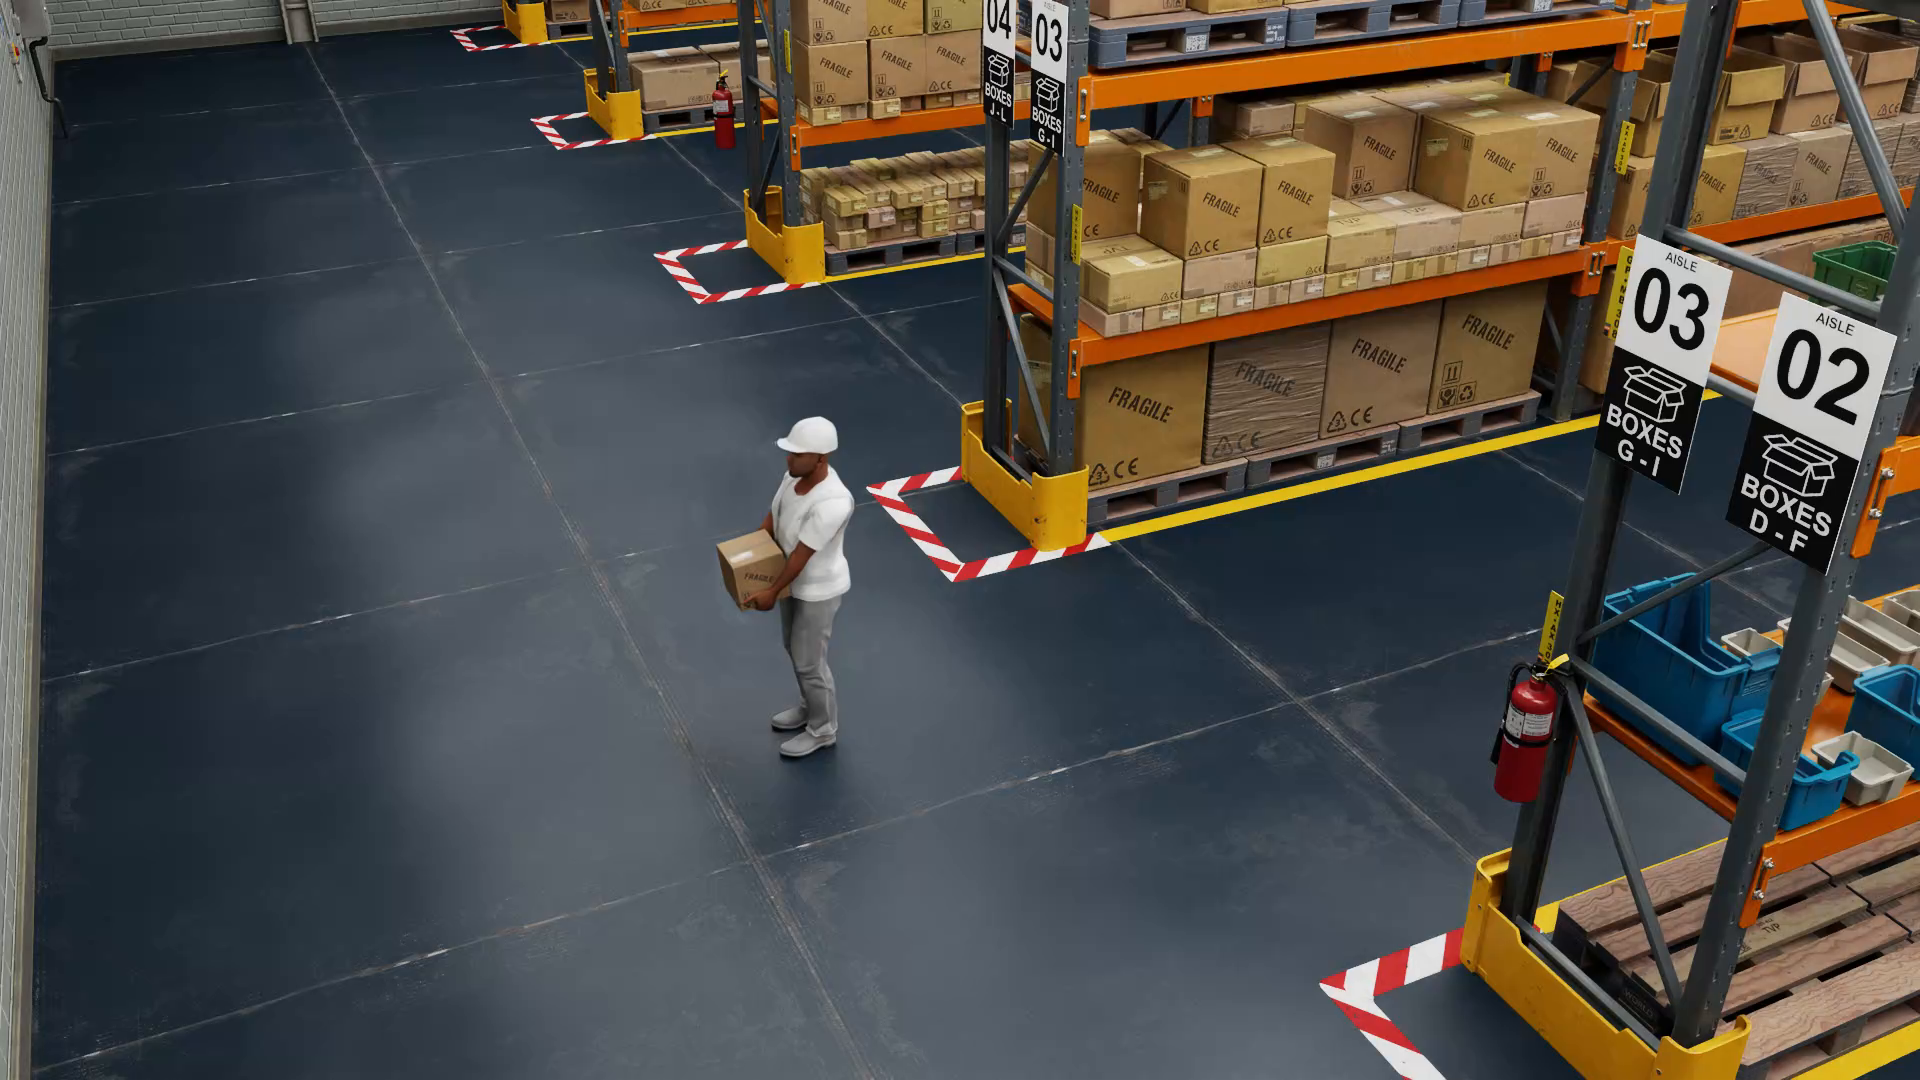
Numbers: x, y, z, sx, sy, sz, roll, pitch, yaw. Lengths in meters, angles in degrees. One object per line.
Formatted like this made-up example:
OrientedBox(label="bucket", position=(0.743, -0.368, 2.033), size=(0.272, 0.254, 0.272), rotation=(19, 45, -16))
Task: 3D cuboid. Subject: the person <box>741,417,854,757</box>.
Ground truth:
OrientedBox(label="person", position=(-0.813, 0.240, 8.005), size=(0.575, 1.761, 0.504), rotation=(-13, 32, -21))
